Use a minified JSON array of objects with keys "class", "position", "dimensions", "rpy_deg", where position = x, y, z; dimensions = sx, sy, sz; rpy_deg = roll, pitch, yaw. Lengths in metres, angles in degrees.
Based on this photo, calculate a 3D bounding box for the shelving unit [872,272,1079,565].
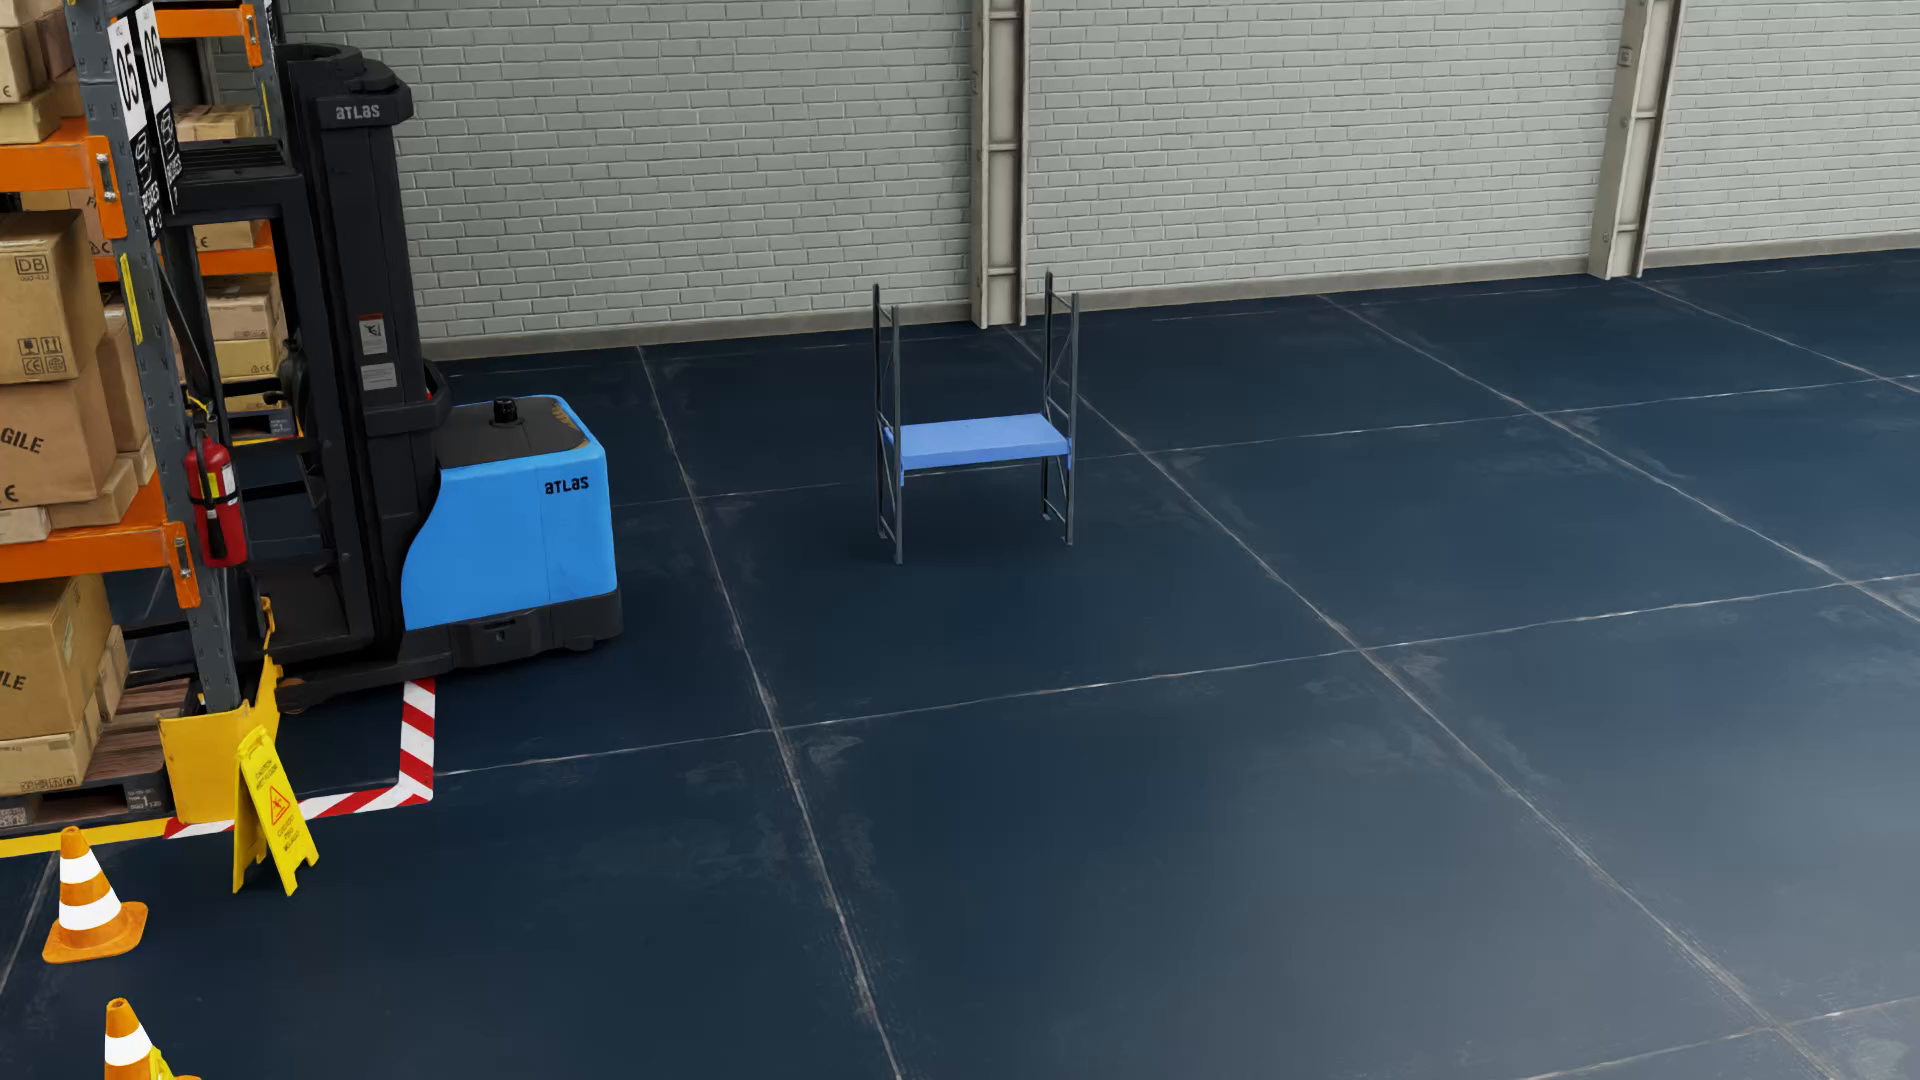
[{"class":"shelving unit","position":[0.082,-0.698,9.475],"dimensions":[1.048,1.500,0.538],"rpy_deg":[-6,24,-14]}]

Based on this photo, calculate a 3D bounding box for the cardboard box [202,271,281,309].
[{"class":"cardboard box","position":[-5.055,-1.720,11.641],"dimensions":[0.500,0.250,0.500],"rpy_deg":[-7,24,-15]}]

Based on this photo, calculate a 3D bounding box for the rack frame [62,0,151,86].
[{"class":"rack frame","position":[-3.196,-3.183,5.757],"dimensions":[0.127,3.000,1.000],"rpy_deg":[-6,24,-14]}]

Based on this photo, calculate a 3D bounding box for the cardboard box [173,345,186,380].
[{"class":"cardboard box","position":[-5.411,-1.250,11.179],"dimensions":[0.500,0.250,0.500],"rpy_deg":[-7,24,-15]}]

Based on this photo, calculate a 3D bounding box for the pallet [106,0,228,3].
[{"class":"pallet","position":[-5.228,-3.583,10.604],"dimensions":[1.213,0.211,1.003],"rpy_deg":[-6,24,-14]}]

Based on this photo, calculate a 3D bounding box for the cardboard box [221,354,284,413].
[{"class":"cardboard box","position":[-4.908,-1.070,11.394],"dimensions":[0.500,0.250,0.500],"rpy_deg":[-6,24,-14]}]

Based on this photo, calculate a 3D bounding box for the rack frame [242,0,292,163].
[{"class":"rack frame","position":[-4.541,-2.311,11.331],"dimensions":[0.127,3.000,1.000],"rpy_deg":[-6,24,-14]}]

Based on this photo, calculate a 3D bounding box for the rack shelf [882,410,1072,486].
[{"class":"rack shelf","position":[0.082,-0.533,9.546],"dimensions":[1.000,0.185,0.538],"rpy_deg":[-6,24,-14]}]

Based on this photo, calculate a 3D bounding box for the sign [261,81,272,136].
[{"class":"sign","position":[-4.407,-2.744,10.572],"dimensions":[0.005,0.325,0.100],"rpy_deg":[-6,24,-14]}]

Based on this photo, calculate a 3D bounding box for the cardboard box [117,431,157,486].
[{"class":"cardboard box","position":[-3.579,-0.353,7.088],"dimensions":[0.250,0.149,0.380],"rpy_deg":[-6,24,-14]}]

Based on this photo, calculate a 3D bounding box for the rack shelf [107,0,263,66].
[{"class":"rack shelf","position":[-6.466,-3.145,10.385],"dimensions":[4.000,0.370,1.077],"rpy_deg":[-6,24,-14]}]

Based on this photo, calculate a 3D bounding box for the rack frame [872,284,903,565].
[{"class":"rack frame","position":[-0.407,-0.644,9.349],"dimensions":[0.032,1.500,0.500],"rpy_deg":[-6,24,-14]}]

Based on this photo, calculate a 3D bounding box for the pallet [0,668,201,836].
[{"class":"pallet","position":[-4.061,0.936,7.301],"dimensions":[1.213,0.211,1.003],"rpy_deg":[-6,24,-14]}]

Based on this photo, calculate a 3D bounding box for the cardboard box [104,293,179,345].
[{"class":"cardboard box","position":[-5.390,-1.475,11.071],"dimensions":[0.500,0.250,0.500],"rpy_deg":[-6,24,-13]}]

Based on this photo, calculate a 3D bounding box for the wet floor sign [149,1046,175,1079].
[{"class":"wet floor sign","position":[-2.269,1.769,4.809],"dimensions":[0.232,0.644,0.267],"rpy_deg":[-11,25,-23]}]

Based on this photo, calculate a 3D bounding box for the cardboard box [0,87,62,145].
[{"class":"cardboard box","position":[-3.464,-1.545,6.062],"dimensions":[0.250,0.149,0.380],"rpy_deg":[-6,24,-14]}]

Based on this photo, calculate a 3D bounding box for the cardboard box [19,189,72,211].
[{"class":"cardboard box","position":[-5.939,-2.098,10.709],"dimensions":[0.500,0.500,0.500],"rpy_deg":[-7,24,-15]}]

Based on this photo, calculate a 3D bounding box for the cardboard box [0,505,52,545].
[{"class":"cardboard box","position":[-3.713,-0.121,6.546],"dimensions":[0.250,0.149,0.380],"rpy_deg":[-7,24,-15]}]

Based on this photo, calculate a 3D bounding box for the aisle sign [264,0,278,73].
[{"class":"aisle sign","position":[-4.398,-3.401,10.575],"dimensions":[0.004,0.787,0.394],"rpy_deg":[-6,24,-14]}]

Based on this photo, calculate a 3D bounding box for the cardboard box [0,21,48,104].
[{"class":"cardboard box","position":[-3.616,-1.716,5.954],"dimensions":[0.500,0.250,0.500],"rpy_deg":[-7,24,-15]}]

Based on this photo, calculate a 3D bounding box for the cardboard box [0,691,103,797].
[{"class":"cardboard box","position":[-3.925,0.835,6.955],"dimensions":[0.500,0.250,0.500],"rpy_deg":[-6,24,-15]}]

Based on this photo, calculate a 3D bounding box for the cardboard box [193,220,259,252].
[{"class":"cardboard box","position":[-4.944,-2.204,10.957],"dimensions":[0.500,0.500,0.500],"rpy_deg":[-7,24,-16]}]

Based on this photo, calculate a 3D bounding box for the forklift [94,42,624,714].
[{"class":"forklift","position":[-3.277,-0.731,7.736],"dimensions":[3.031,2.935,1.130],"rpy_deg":[-11,25,-23]}]

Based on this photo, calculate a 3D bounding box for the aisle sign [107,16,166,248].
[{"class":"aisle sign","position":[-3.058,-1.518,6.186],"dimensions":[0.004,0.787,0.394],"rpy_deg":[-6,24,-14]}]

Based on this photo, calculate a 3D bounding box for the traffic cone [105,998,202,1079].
[{"class":"traffic cone","position":[-2.635,1.660,5.294],"dimensions":[0.334,0.463,0.336],"rpy_deg":[-6,24,-14]}]

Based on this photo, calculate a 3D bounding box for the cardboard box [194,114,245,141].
[{"class":"cardboard box","position":[-4.829,-2.673,10.849],"dimensions":[0.250,0.149,0.380],"rpy_deg":[-6,24,-14]}]

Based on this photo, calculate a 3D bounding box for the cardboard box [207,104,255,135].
[{"class":"cardboard box","position":[-4.922,-2.837,11.230],"dimensions":[0.250,0.149,0.380],"rpy_deg":[-7,24,-15]}]

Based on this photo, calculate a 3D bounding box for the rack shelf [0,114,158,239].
[{"class":"rack shelf","position":[-5.122,-1.261,5.994],"dimensions":[4.000,0.370,1.077],"rpy_deg":[-6,24,-14]}]

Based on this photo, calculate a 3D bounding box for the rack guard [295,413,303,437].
[{"class":"rack guard","position":[-4.518,-1.164,11.830],"dimensions":[0.348,0.500,1.175],"rpy_deg":[-6,24,-14]}]

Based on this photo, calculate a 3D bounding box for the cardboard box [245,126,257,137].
[{"class":"cardboard box","position":[-4.937,-2.717,11.329],"dimensions":[0.250,0.149,0.380],"rpy_deg":[-7,24,-16]}]

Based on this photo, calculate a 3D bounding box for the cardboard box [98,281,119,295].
[{"class":"cardboard box","position":[-6.019,-1.616,11.399],"dimensions":[0.500,0.250,0.500],"rpy_deg":[-6,24,-15]}]

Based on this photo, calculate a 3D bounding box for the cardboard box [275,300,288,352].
[{"class":"cardboard box","position":[-5.049,-1.499,11.759],"dimensions":[0.500,0.250,0.500],"rpy_deg":[-6,24,-13]}]

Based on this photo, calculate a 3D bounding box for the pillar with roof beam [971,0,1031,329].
[{"class":"pillar with roof beam","position":[1.485,-4.340,8.453],"dimensions":[0.400,9.000,9.100],"rpy_deg":[-6,24,-14]}]

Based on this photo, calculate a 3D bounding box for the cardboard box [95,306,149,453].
[{"class":"cardboard box","position":[-3.727,-0.664,6.989],"dimensions":[0.500,0.500,0.500],"rpy_deg":[-7,24,-15]}]

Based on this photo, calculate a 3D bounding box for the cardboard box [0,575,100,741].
[{"class":"cardboard box","position":[-3.897,0.484,6.822],"dimensions":[0.500,0.500,0.500],"rpy_deg":[-6,24,-14]}]

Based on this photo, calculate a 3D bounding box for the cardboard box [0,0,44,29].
[{"class":"cardboard box","position":[-3.442,-1.908,5.896],"dimensions":[0.250,0.149,0.380],"rpy_deg":[-6,24,-14]}]
